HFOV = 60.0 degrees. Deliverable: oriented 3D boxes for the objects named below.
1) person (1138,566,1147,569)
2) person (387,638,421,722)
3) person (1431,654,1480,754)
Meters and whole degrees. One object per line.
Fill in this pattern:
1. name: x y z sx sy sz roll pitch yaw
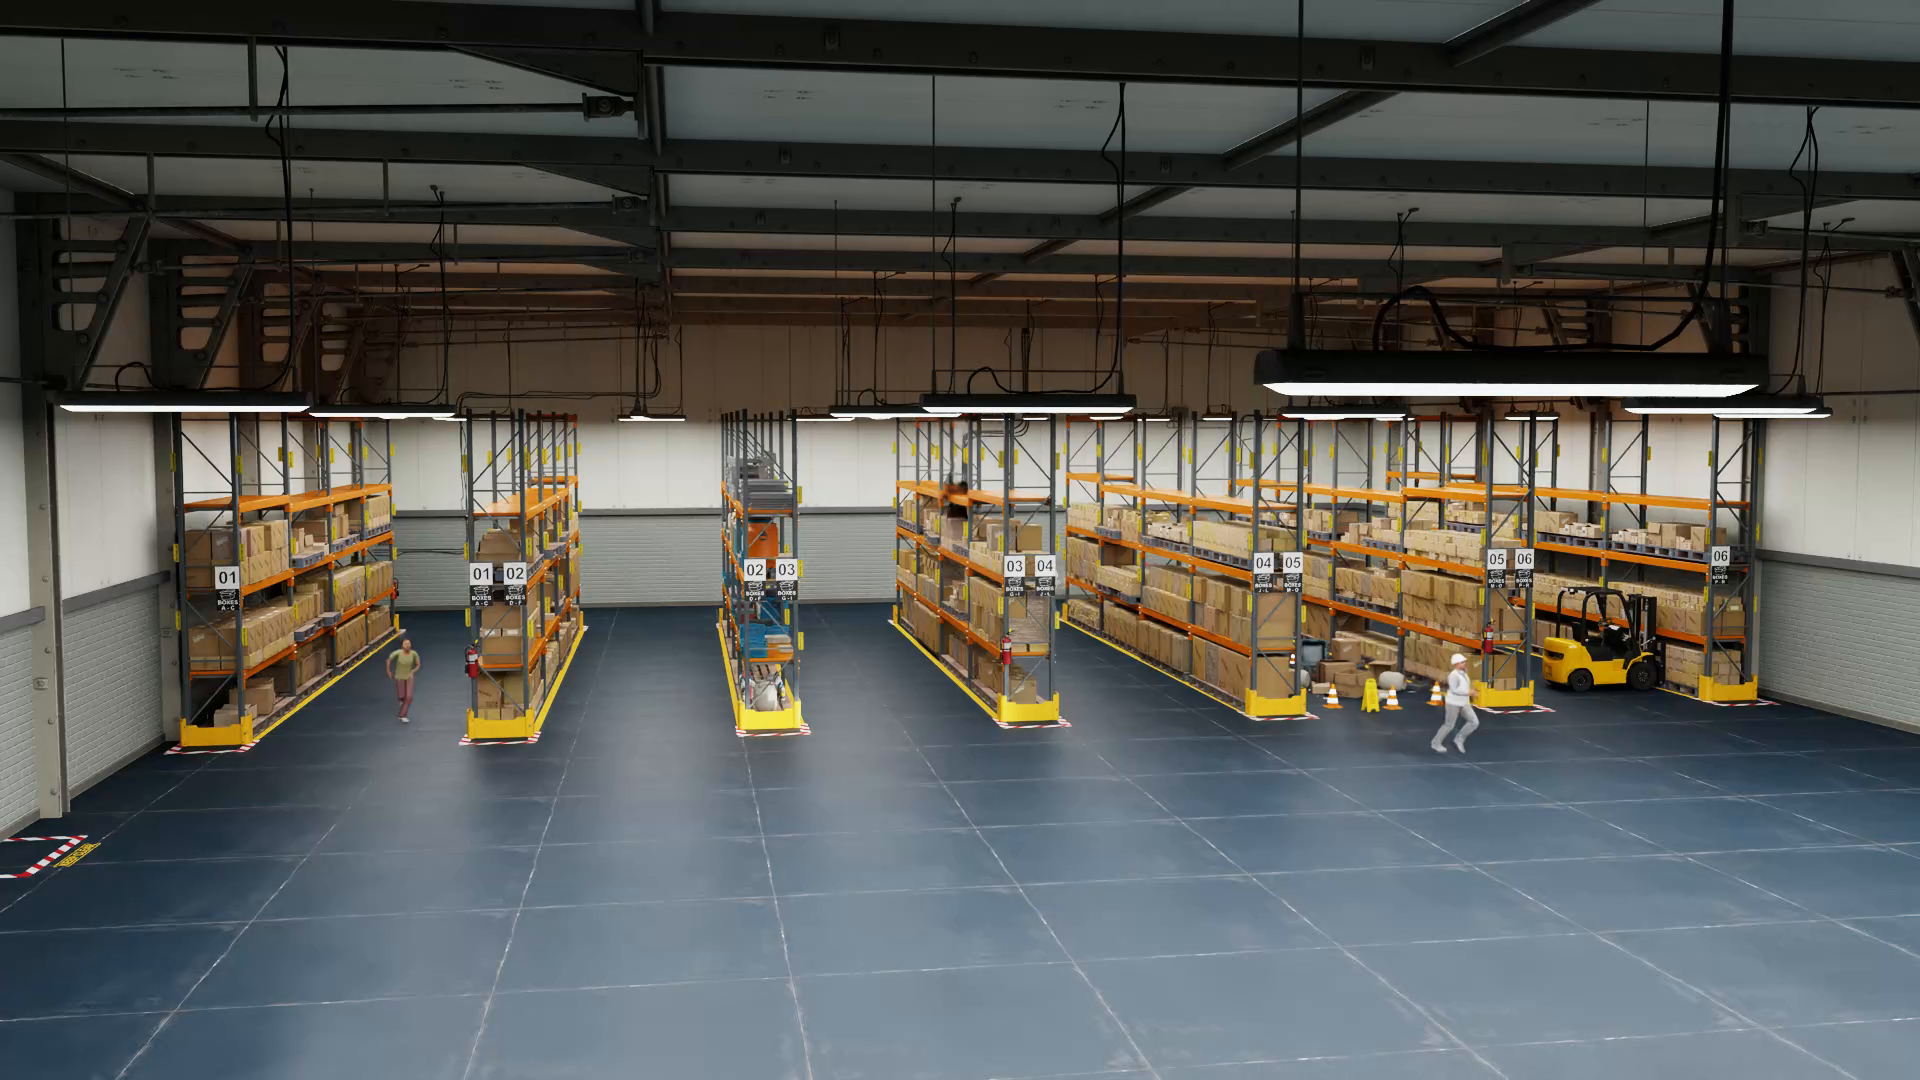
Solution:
1. person: 5.255 1.448 48.754 0.677 1.827 0.941 -2 4 -27
2. person: -10.740 2.692 32.137 0.618 1.620 0.646 -2 4 -26
3. person: 8.614 2.829 28.755 0.853 1.753 0.657 4 6 44
